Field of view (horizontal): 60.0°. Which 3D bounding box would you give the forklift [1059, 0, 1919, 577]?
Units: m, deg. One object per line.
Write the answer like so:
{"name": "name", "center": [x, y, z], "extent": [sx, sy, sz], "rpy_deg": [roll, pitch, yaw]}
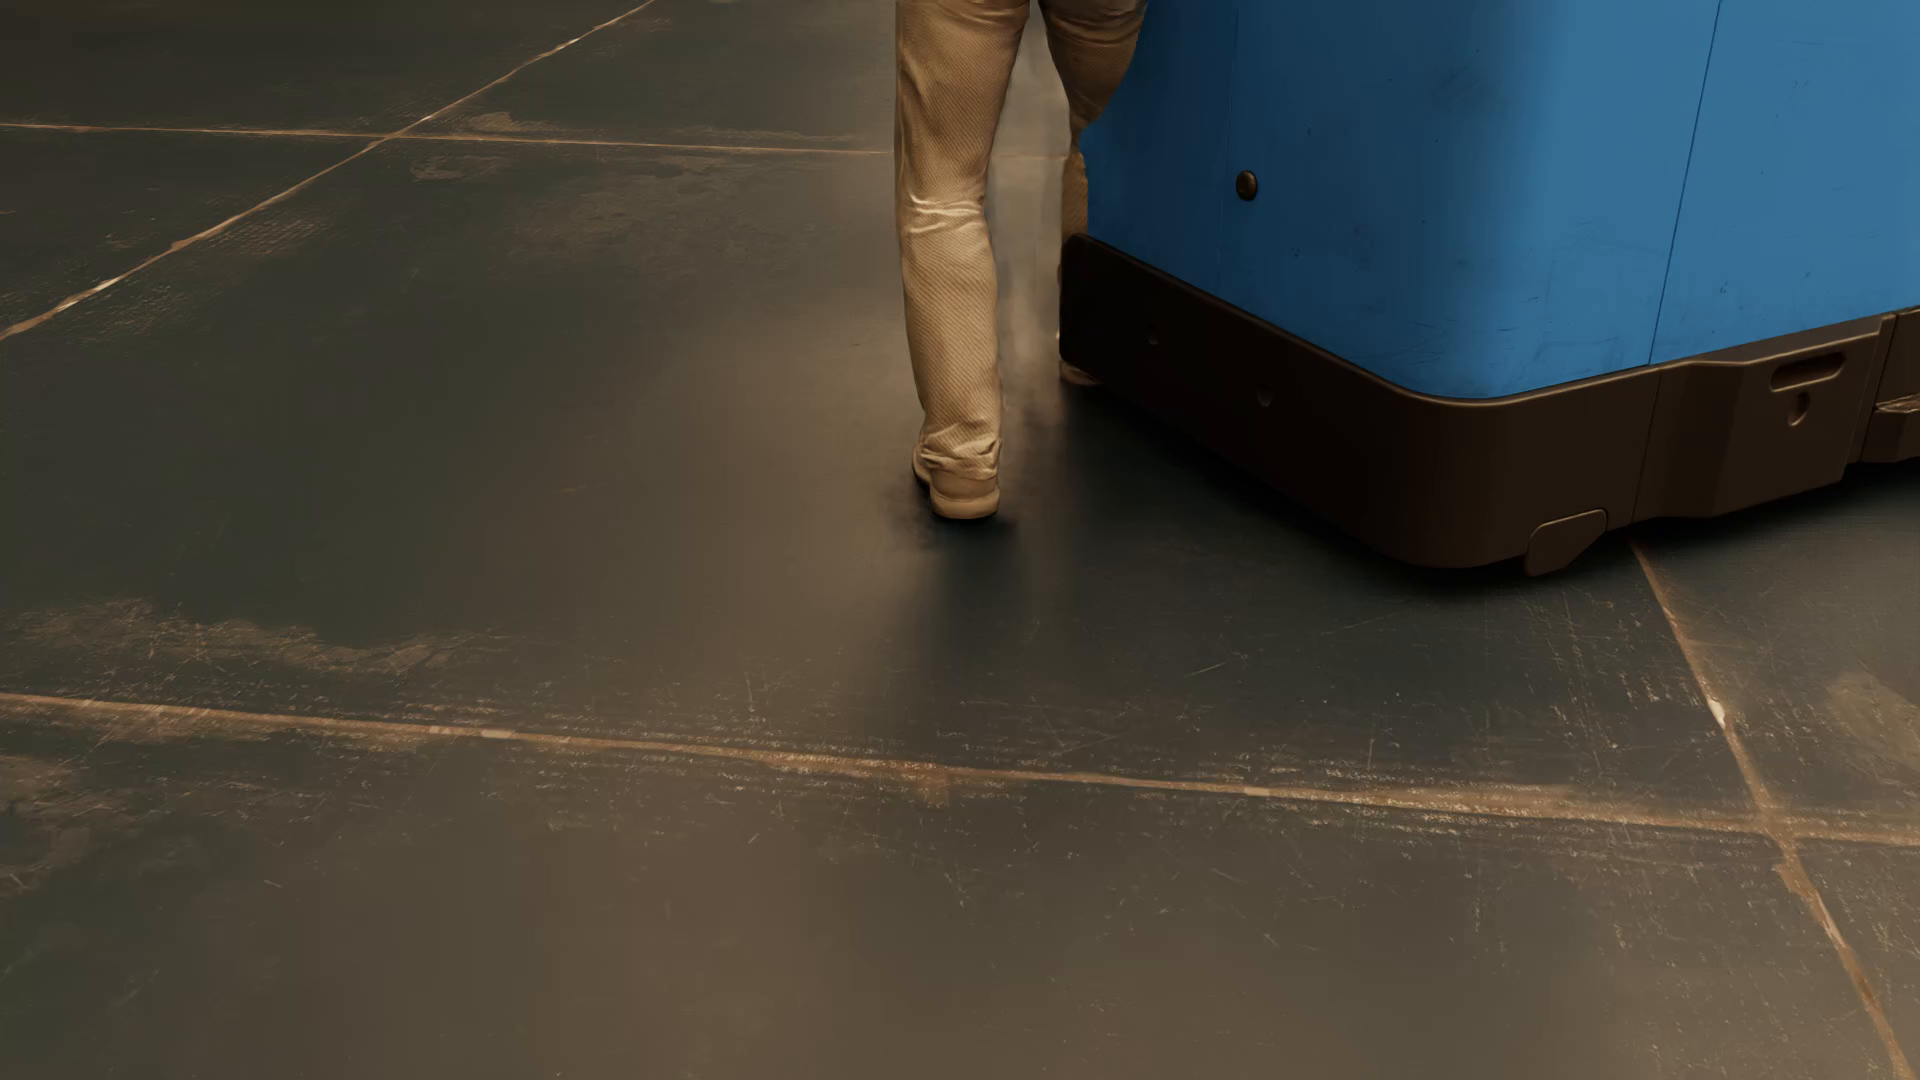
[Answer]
{"name": "forklift", "center": [1.730, -1.708, 2.640], "extent": [3.031, 2.935, 1.130], "rpy_deg": [-13, 29, -24]}

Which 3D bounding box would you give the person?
{"name": "person", "center": [0.145, -0.963, 2.545], "extent": [0.728, 1.721, 0.864], "rpy_deg": [-2, 27, -4]}
